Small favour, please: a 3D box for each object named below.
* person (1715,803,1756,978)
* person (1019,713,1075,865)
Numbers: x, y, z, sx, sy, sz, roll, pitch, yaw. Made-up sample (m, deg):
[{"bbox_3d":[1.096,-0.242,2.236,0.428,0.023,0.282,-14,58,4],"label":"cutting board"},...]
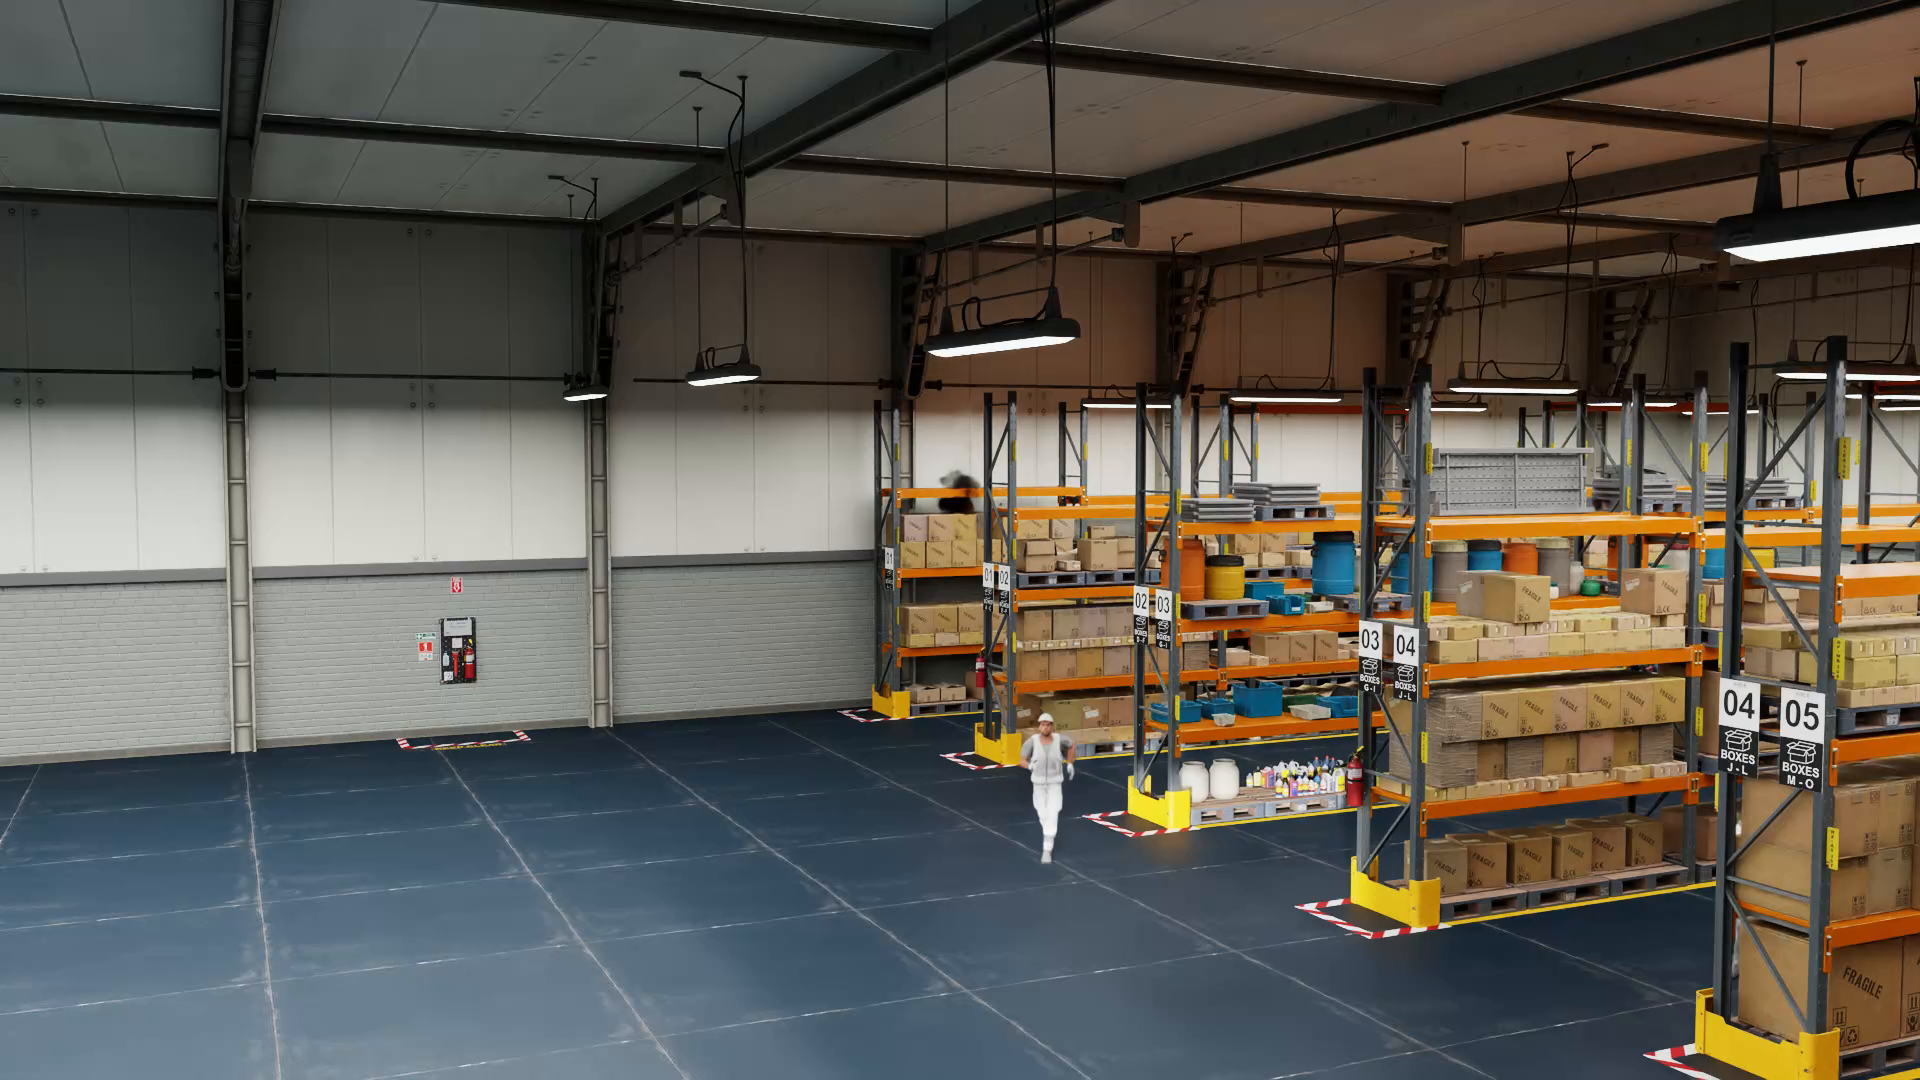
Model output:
[{"bbox_3d":[7.763,3.354,16.267,0.875,1.746,0.677,-2,4,-28],"label":"person"},{"bbox_3d":[1.089,3.074,20.807,0.690,1.849,0.912,0,3,5],"label":"person"}]
